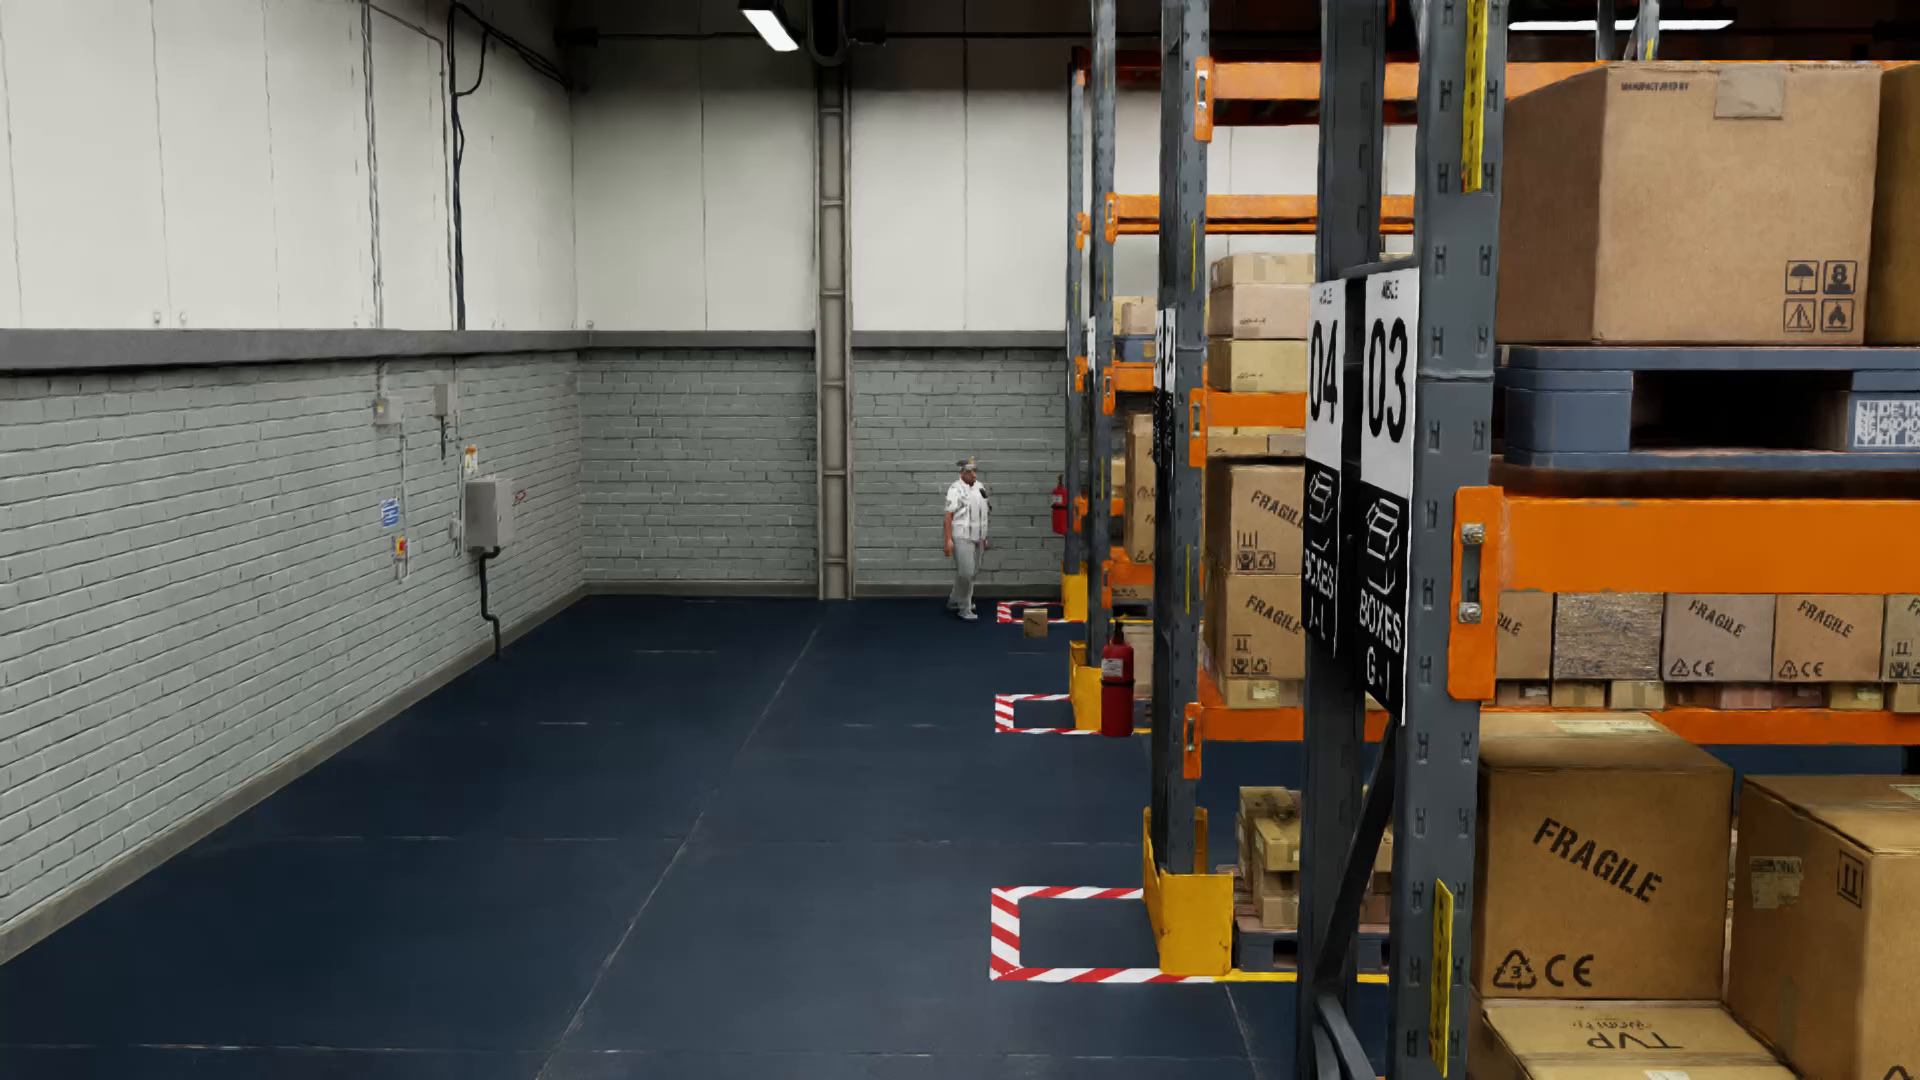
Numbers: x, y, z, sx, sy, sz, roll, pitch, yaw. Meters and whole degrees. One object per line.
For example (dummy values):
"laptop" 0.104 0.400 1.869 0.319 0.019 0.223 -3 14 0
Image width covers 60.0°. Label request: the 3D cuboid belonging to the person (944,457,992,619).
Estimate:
"person" 0.035 -0.039 18.046 0.589 1.754 0.596 6 10 42
